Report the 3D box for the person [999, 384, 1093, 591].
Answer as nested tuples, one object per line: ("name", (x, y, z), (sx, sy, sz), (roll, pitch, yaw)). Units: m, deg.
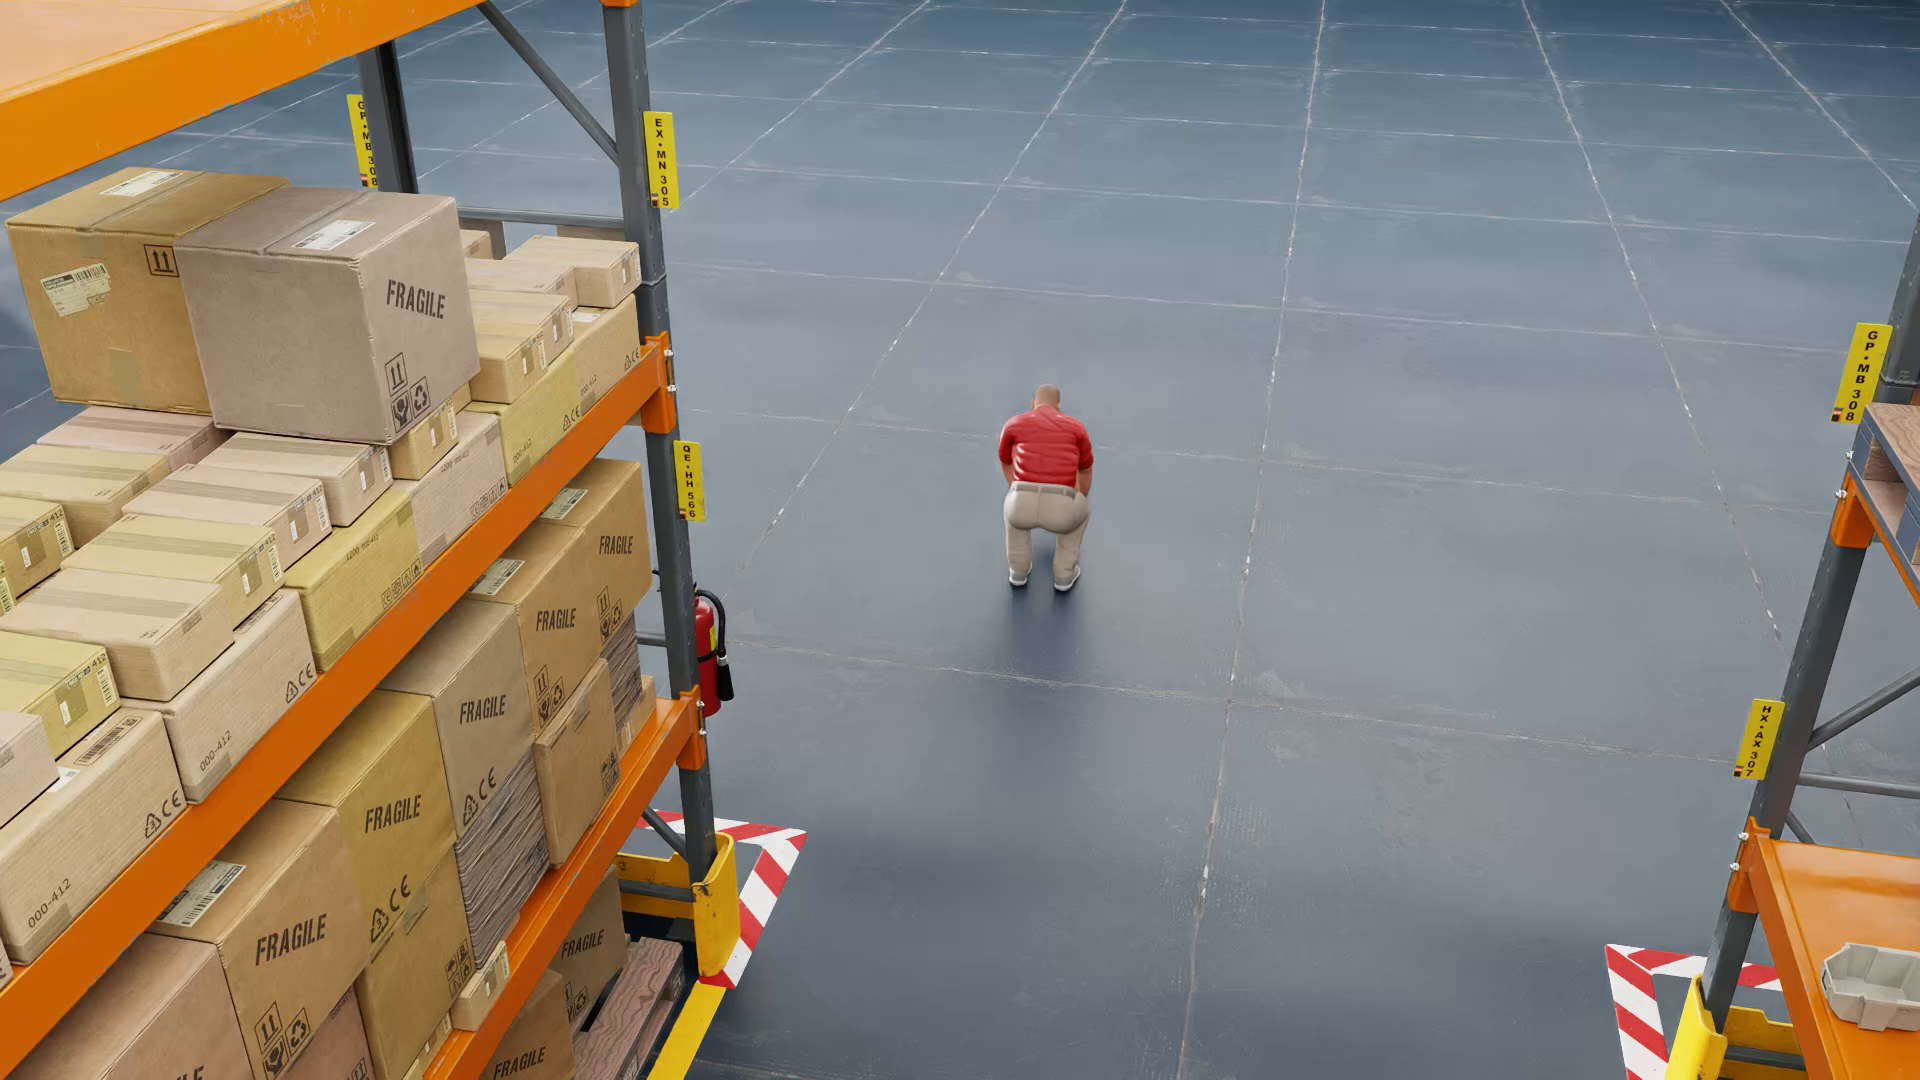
("person", (0.485, -0.299, 9.864), (0.576, 1.085, 0.844), (6, 29, 11))
